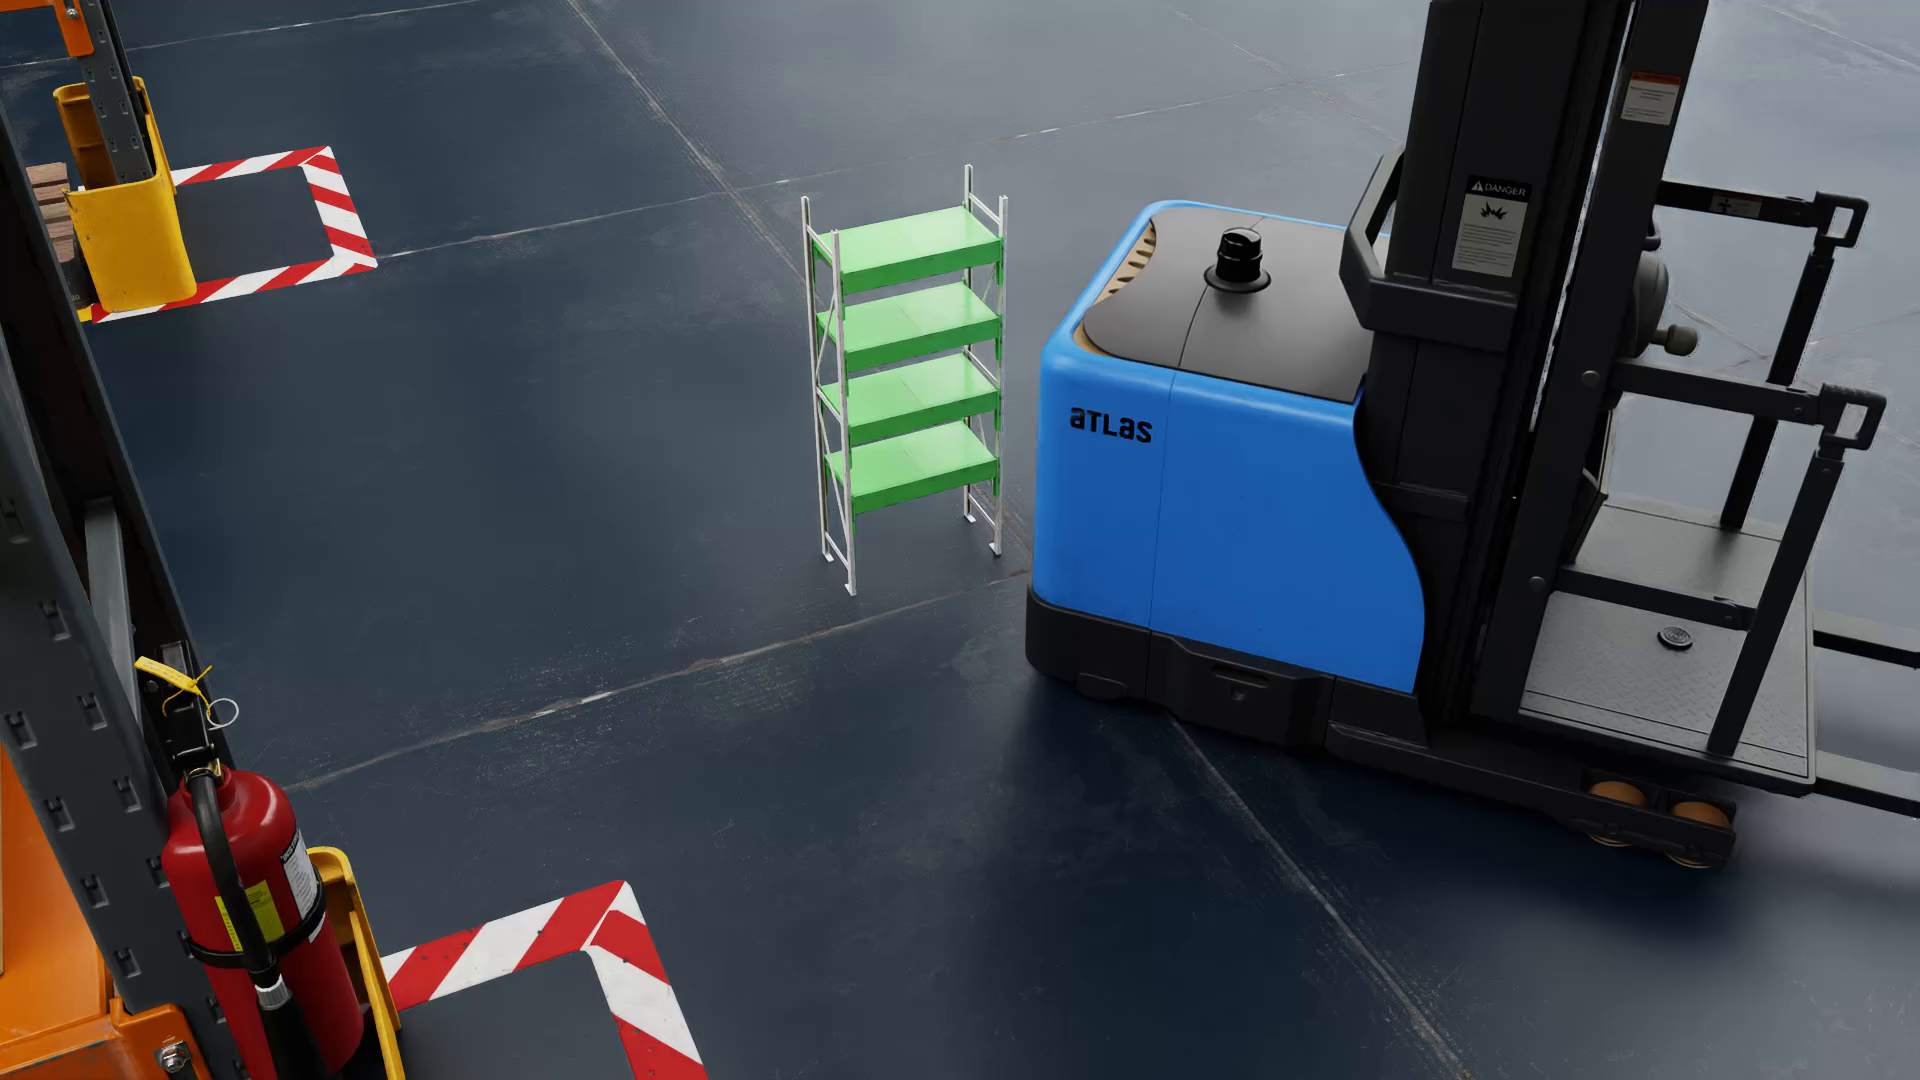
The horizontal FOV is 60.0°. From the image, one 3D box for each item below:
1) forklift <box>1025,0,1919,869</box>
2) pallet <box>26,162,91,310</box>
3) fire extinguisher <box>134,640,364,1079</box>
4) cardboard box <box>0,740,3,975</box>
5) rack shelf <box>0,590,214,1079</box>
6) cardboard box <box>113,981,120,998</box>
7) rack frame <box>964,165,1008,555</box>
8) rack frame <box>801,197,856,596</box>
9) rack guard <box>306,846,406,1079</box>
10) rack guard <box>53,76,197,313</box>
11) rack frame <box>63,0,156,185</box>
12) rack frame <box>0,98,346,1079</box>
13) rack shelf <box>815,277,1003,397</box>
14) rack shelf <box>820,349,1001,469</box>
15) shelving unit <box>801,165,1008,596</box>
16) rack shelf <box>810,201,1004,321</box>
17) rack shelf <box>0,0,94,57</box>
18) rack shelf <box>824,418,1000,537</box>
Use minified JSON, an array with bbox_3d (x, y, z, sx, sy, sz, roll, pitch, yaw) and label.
[{"bbox_3d":[1.754,-0.720,3.760,3.031,2.935,1.130,13,39,17],"label":"forklift"},{"bbox_3d":[-4.134,-1.105,6.563,1.213,0.211,1.003,-16,39,-20],"label":"pallet"},{"bbox_3d":[-0.942,0.452,2.188,0.183,0.674,0.296,-16,39,-20],"label":"fire extinguisher"},{"bbox_3d":[-1.675,0.271,2.283,0.500,0.500,0.700,-16,39,-20],"label":"cardboard box"},{"bbox_3d":[-3.057,0.995,1.994,4.000,0.370,1.077,-16,39,-20],"label":"rack shelf"},{"bbox_3d":[-1.827,1.151,3.135,0.500,0.250,0.500,-16,39,-20],"label":"cardboard box"},{"bbox_3d":[0.071,-0.502,4.919,0.015,1.200,0.240,-16,39,-20],"label":"rack frame"},{"bbox_3d":[-0.371,-0.378,4.753,0.015,1.200,0.240,-16,39,-20],"label":"rack frame"},{"bbox_3d":[-1.225,1.198,3.216,0.348,0.500,1.175,-16,39,-20],"label":"rack guard"},{"bbox_3d":[-3.397,-1.424,6.750,0.348,0.500,1.175,-16,39,-20],"label":"rack guard"},{"bbox_3d":[-3.348,-2.472,6.065,0.127,3.000,1.000,-16,39,-20],"label":"rack frame"},{"bbox_3d":[-1.247,0.200,2.463,0.127,3.000,1.000,-16,39,-20],"label":"rack frame"},{"bbox_3d":[-0.150,-0.581,4.731,0.480,0.148,0.258,-16,39,-20],"label":"rack shelf"},{"bbox_3d":[-0.150,-0.389,4.874,0.480,0.148,0.258,-16,39,-20],"label":"rack shelf"},{"bbox_3d":[-0.150,-0.440,4.836,0.503,1.200,0.258,-16,39,-20],"label":"shelving unit"},{"bbox_3d":[-0.150,-0.774,4.588,0.480,0.148,0.258,-16,39,-20],"label":"rack shelf"},{"bbox_3d":[-5.158,-1.677,5.597,4.000,0.370,1.077,-16,39,-20],"label":"rack shelf"},{"bbox_3d":[-0.150,-0.196,5.017,0.480,0.148,0.258,-16,39,-20],"label":"rack shelf"}]
